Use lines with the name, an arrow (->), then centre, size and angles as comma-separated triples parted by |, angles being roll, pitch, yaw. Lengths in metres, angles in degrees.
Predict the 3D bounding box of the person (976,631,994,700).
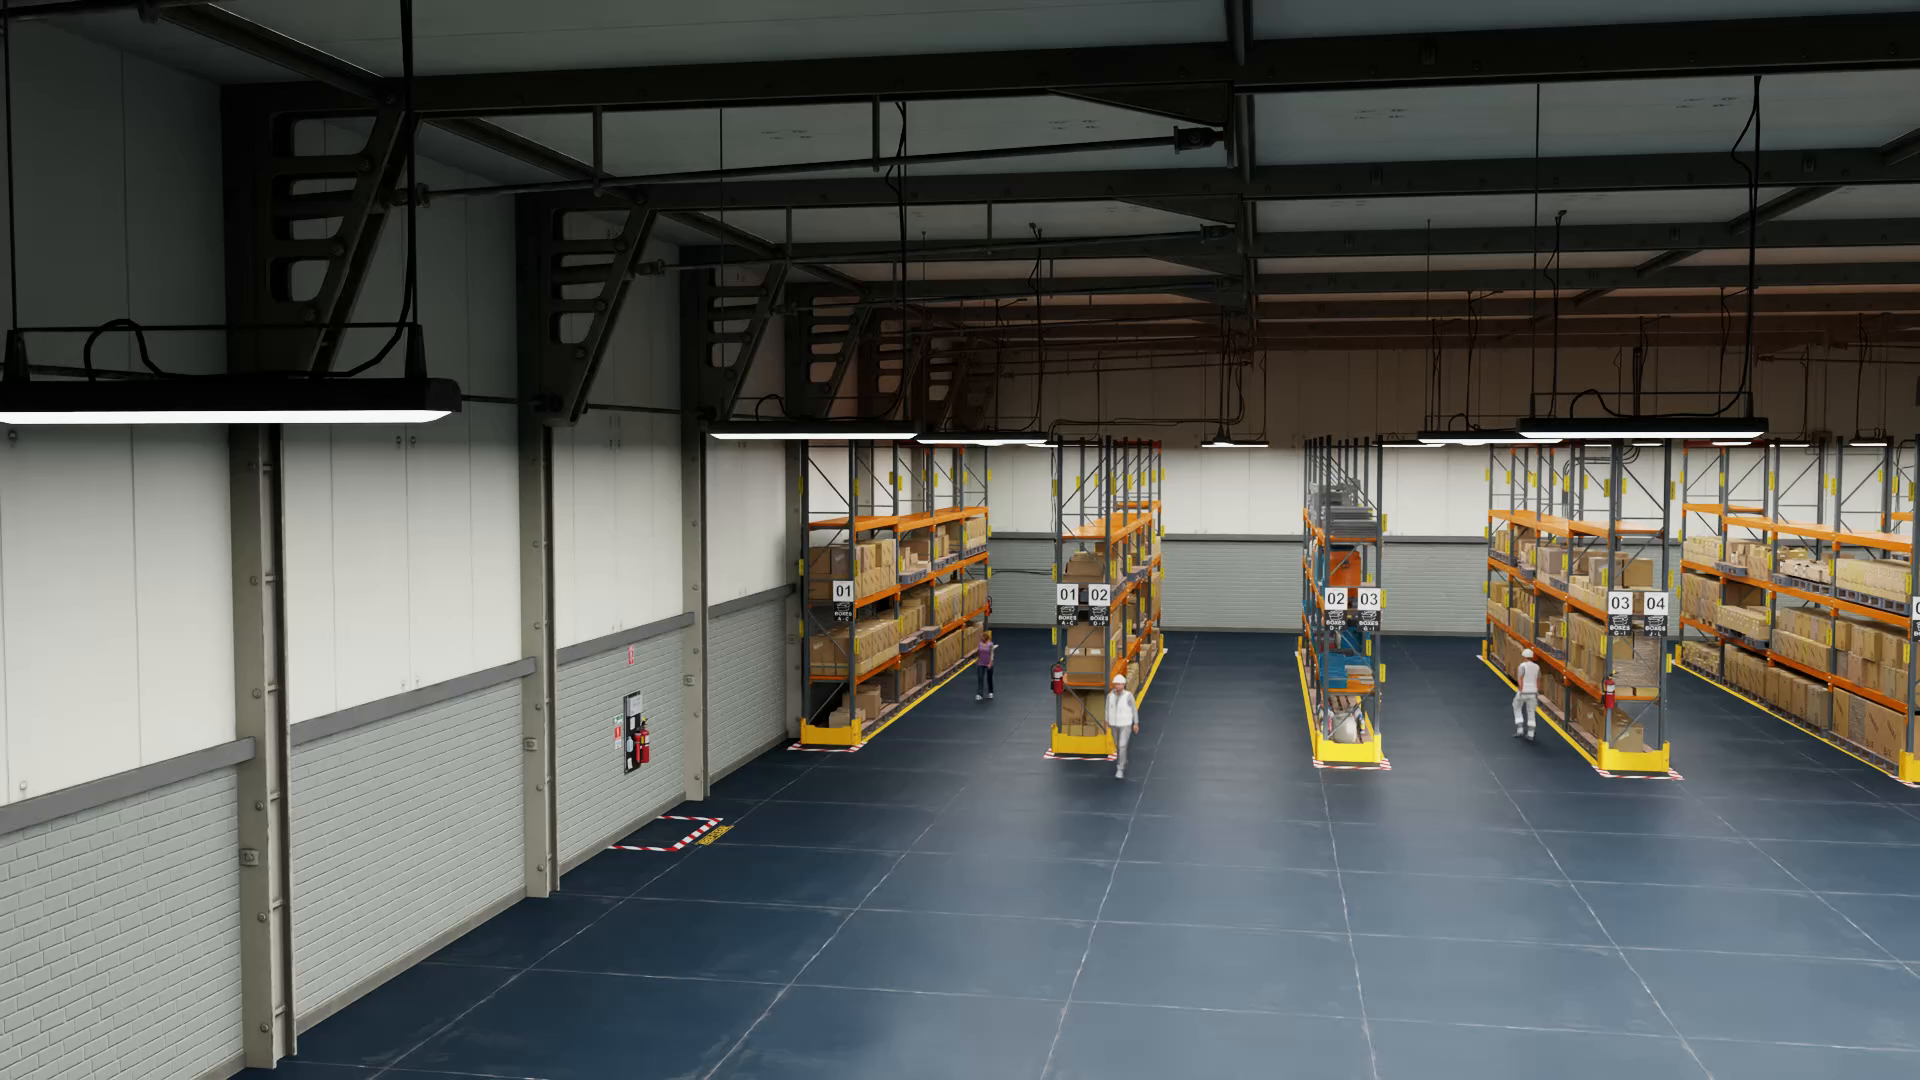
person -> 0.567, 2.872, 37.942 | 0.436, 1.557, 0.932 | 1, 3, 17

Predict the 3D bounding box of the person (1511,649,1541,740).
person -> 11.235, 3.062, 32.870 | 0.538, 1.807, 0.542 | 0, 3, -1

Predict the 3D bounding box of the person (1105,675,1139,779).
person -> 2.815, 3.246, 29.289 | 0.529, 1.741, 0.902 | 2, 4, 34
